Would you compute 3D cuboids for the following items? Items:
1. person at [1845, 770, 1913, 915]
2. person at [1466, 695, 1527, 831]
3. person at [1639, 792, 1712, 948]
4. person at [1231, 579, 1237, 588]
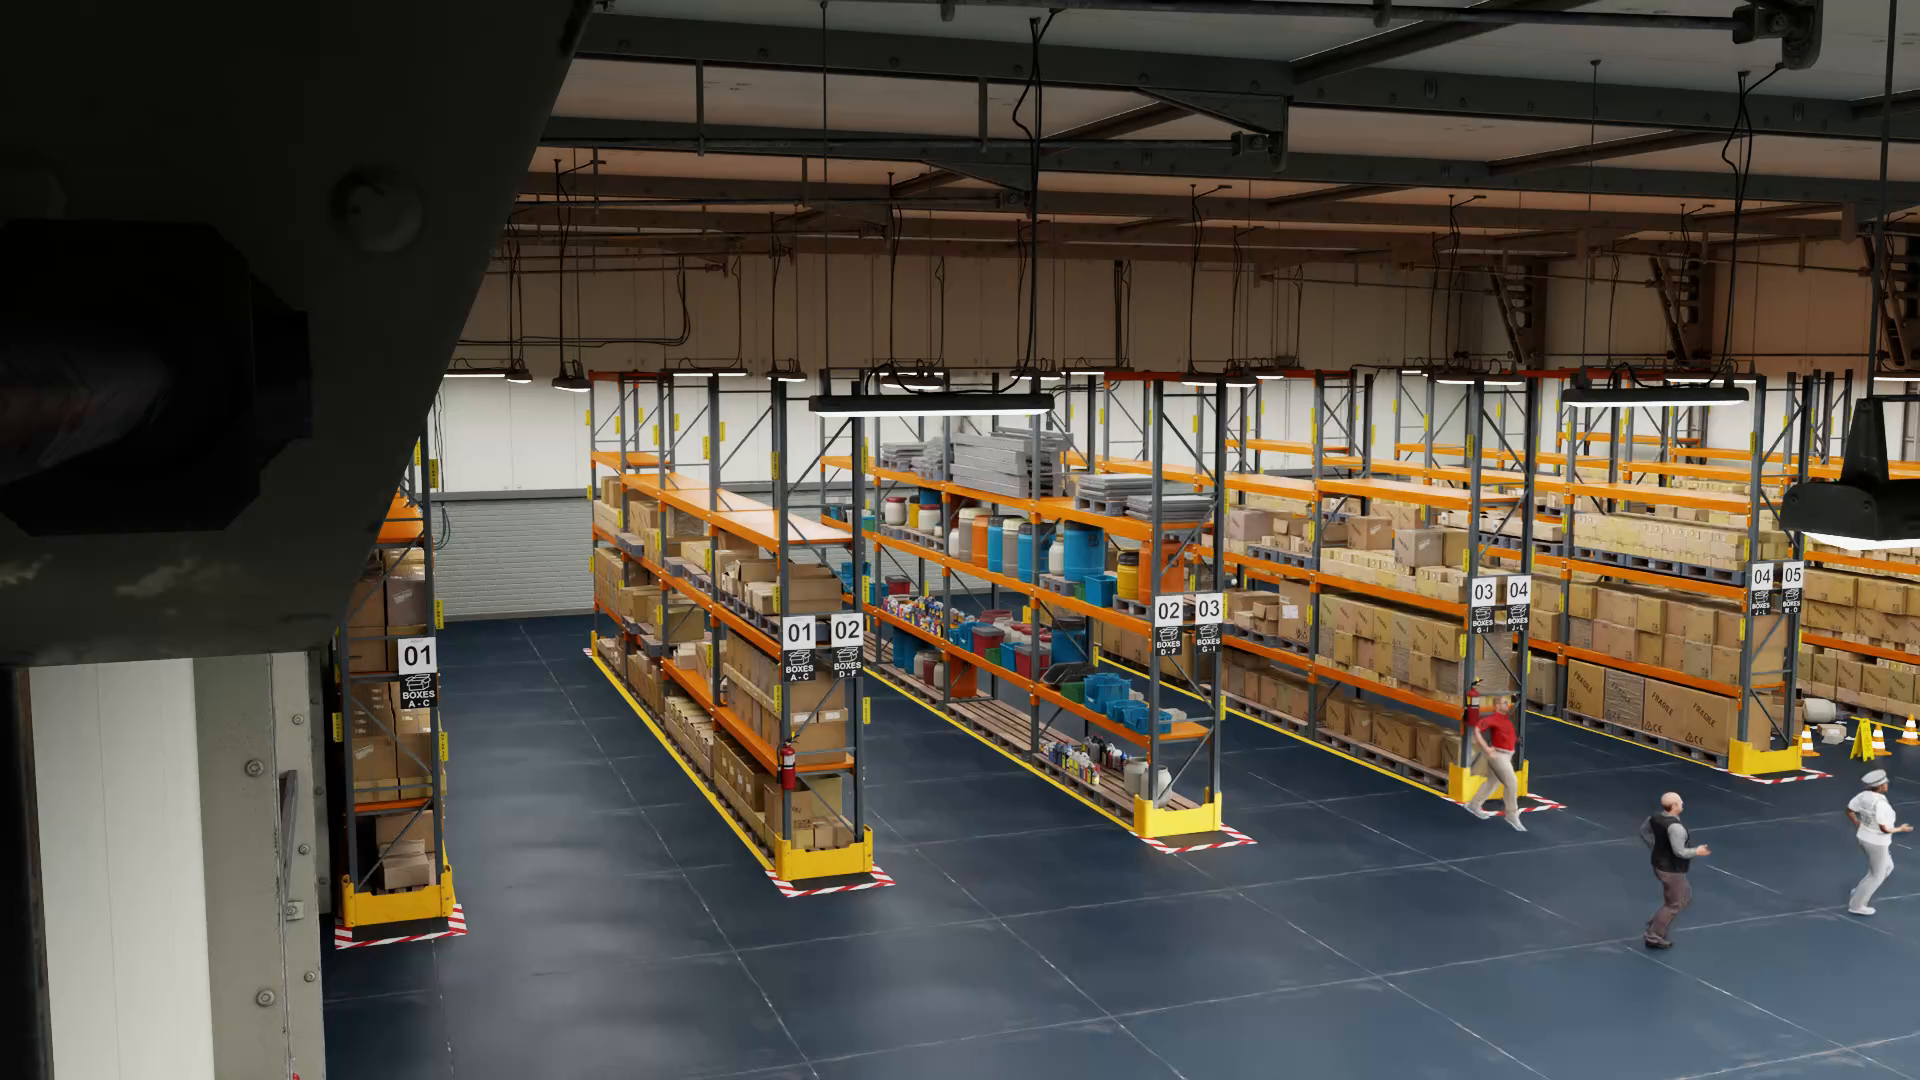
[{"bbox_3d":[10.376,3.406,18.774,0.611,1.665,0.554,0,6,3],"label":"person"},{"bbox_3d":[7.278,2.985,22.447,0.826,1.781,0.710,3,7,26],"label":"person"},{"bbox_3d":[7.624,3.510,17.718,0.638,1.686,0.638,0,6,1],"label":"person"},{"bbox_3d":[5.564,1.677,33.974,0.660,1.805,1.057,-2,7,-17],"label":"person"}]
